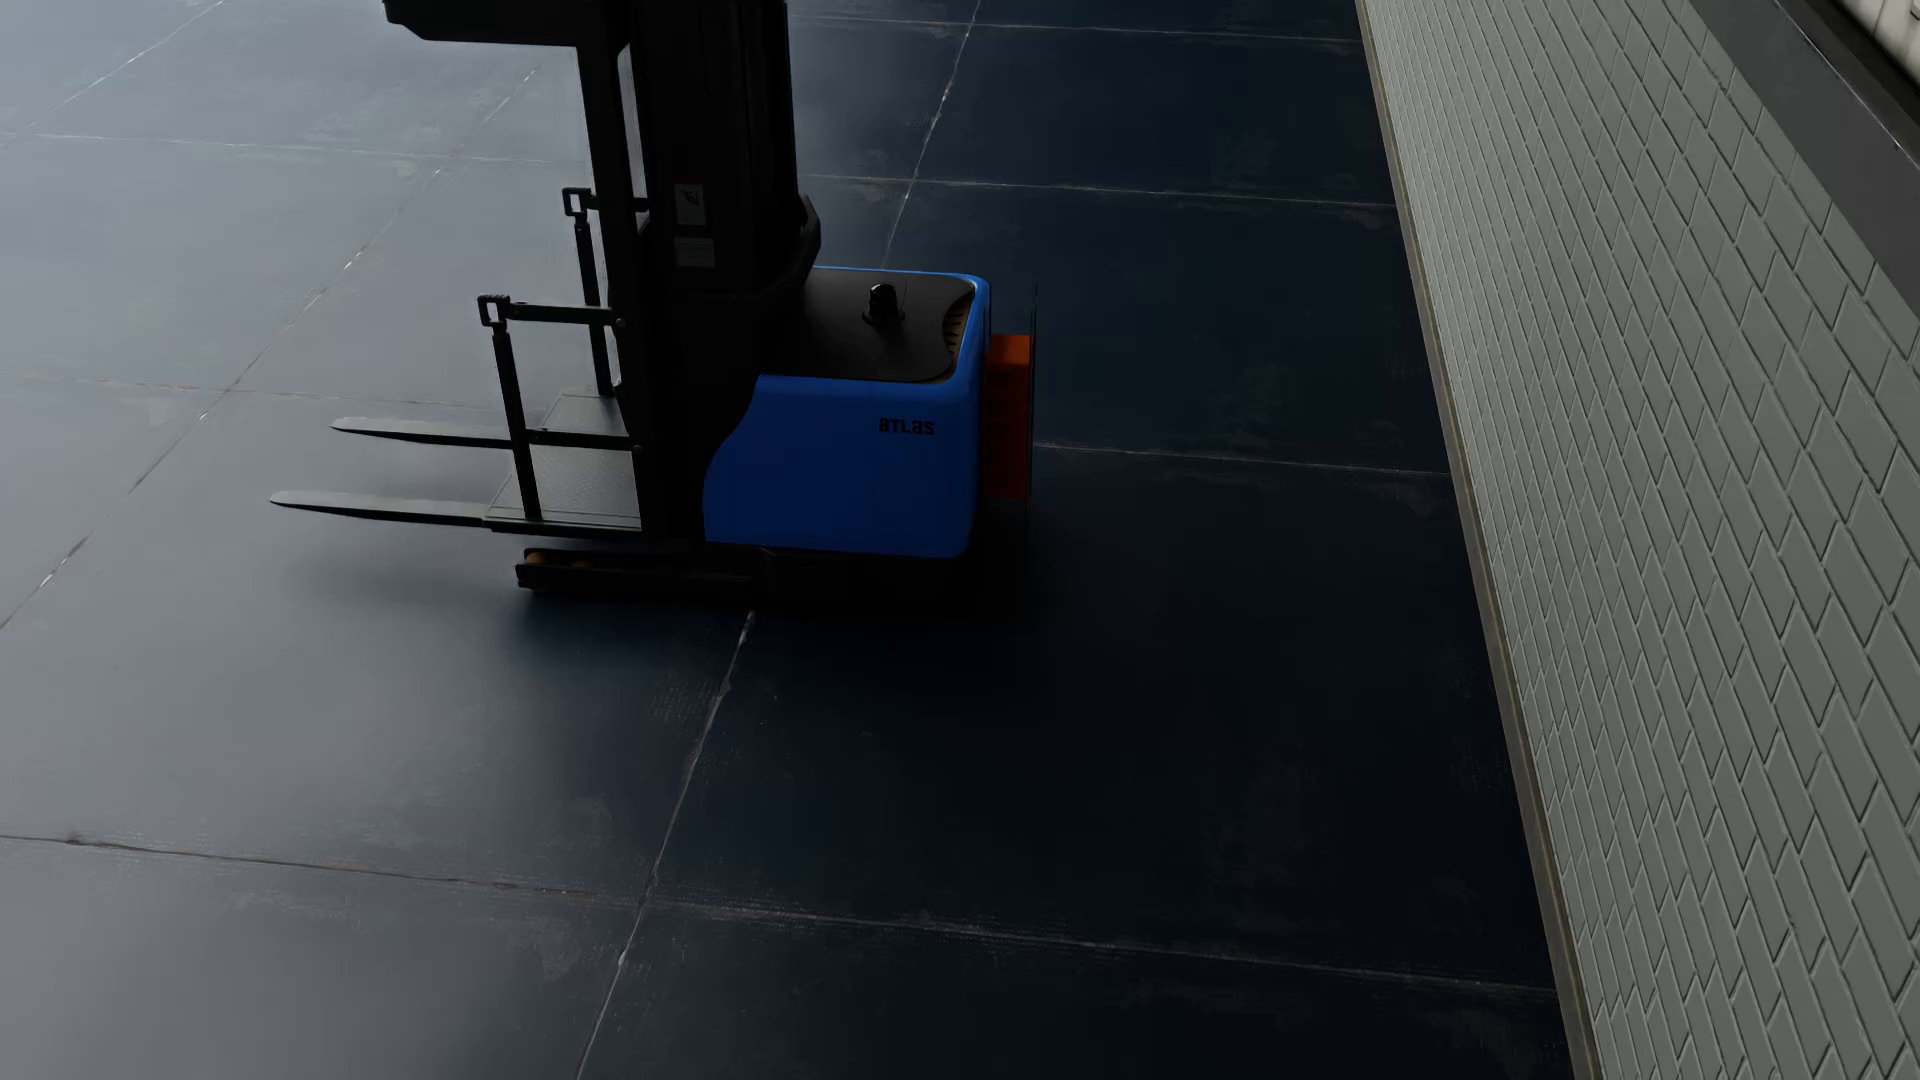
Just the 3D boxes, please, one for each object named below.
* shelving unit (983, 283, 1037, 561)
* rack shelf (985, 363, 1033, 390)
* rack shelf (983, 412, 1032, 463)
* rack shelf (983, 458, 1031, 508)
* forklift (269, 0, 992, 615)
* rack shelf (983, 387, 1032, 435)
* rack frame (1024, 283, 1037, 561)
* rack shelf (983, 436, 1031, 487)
[{"bbox_3d":[0.202,-0.473,6.880,0.184,1.200,0.258,4,36,6],"label":"shelving unit"},{"bbox_3d":[0.200,-0.655,6.751,0.171,0.034,0.221,4,36,6],"label":"rack shelf"},{"bbox_3d":[0.200,-0.437,6.907,0.180,0.103,0.258,4,36,6],"label":"rack shelf"},{"bbox_3d":[0.200,-0.242,7.046,0.180,0.103,0.258,4,36,6],"label":"rack shelf"},{"bbox_3d":[-1.410,-1.206,6.532,3.031,2.797,1.129,4,36,6],"label":"forklift"},{"bbox_3d":[0.200,-0.535,6.837,0.180,0.103,0.258,4,36,6],"label":"rack shelf"},{"bbox_3d":[0.291,-0.467,6.871,0.006,1.200,0.240,4,36,6],"label":"rack frame"},{"bbox_3d":[0.200,-0.340,6.976,0.180,0.103,0.258,4,36,6],"label":"rack shelf"}]
